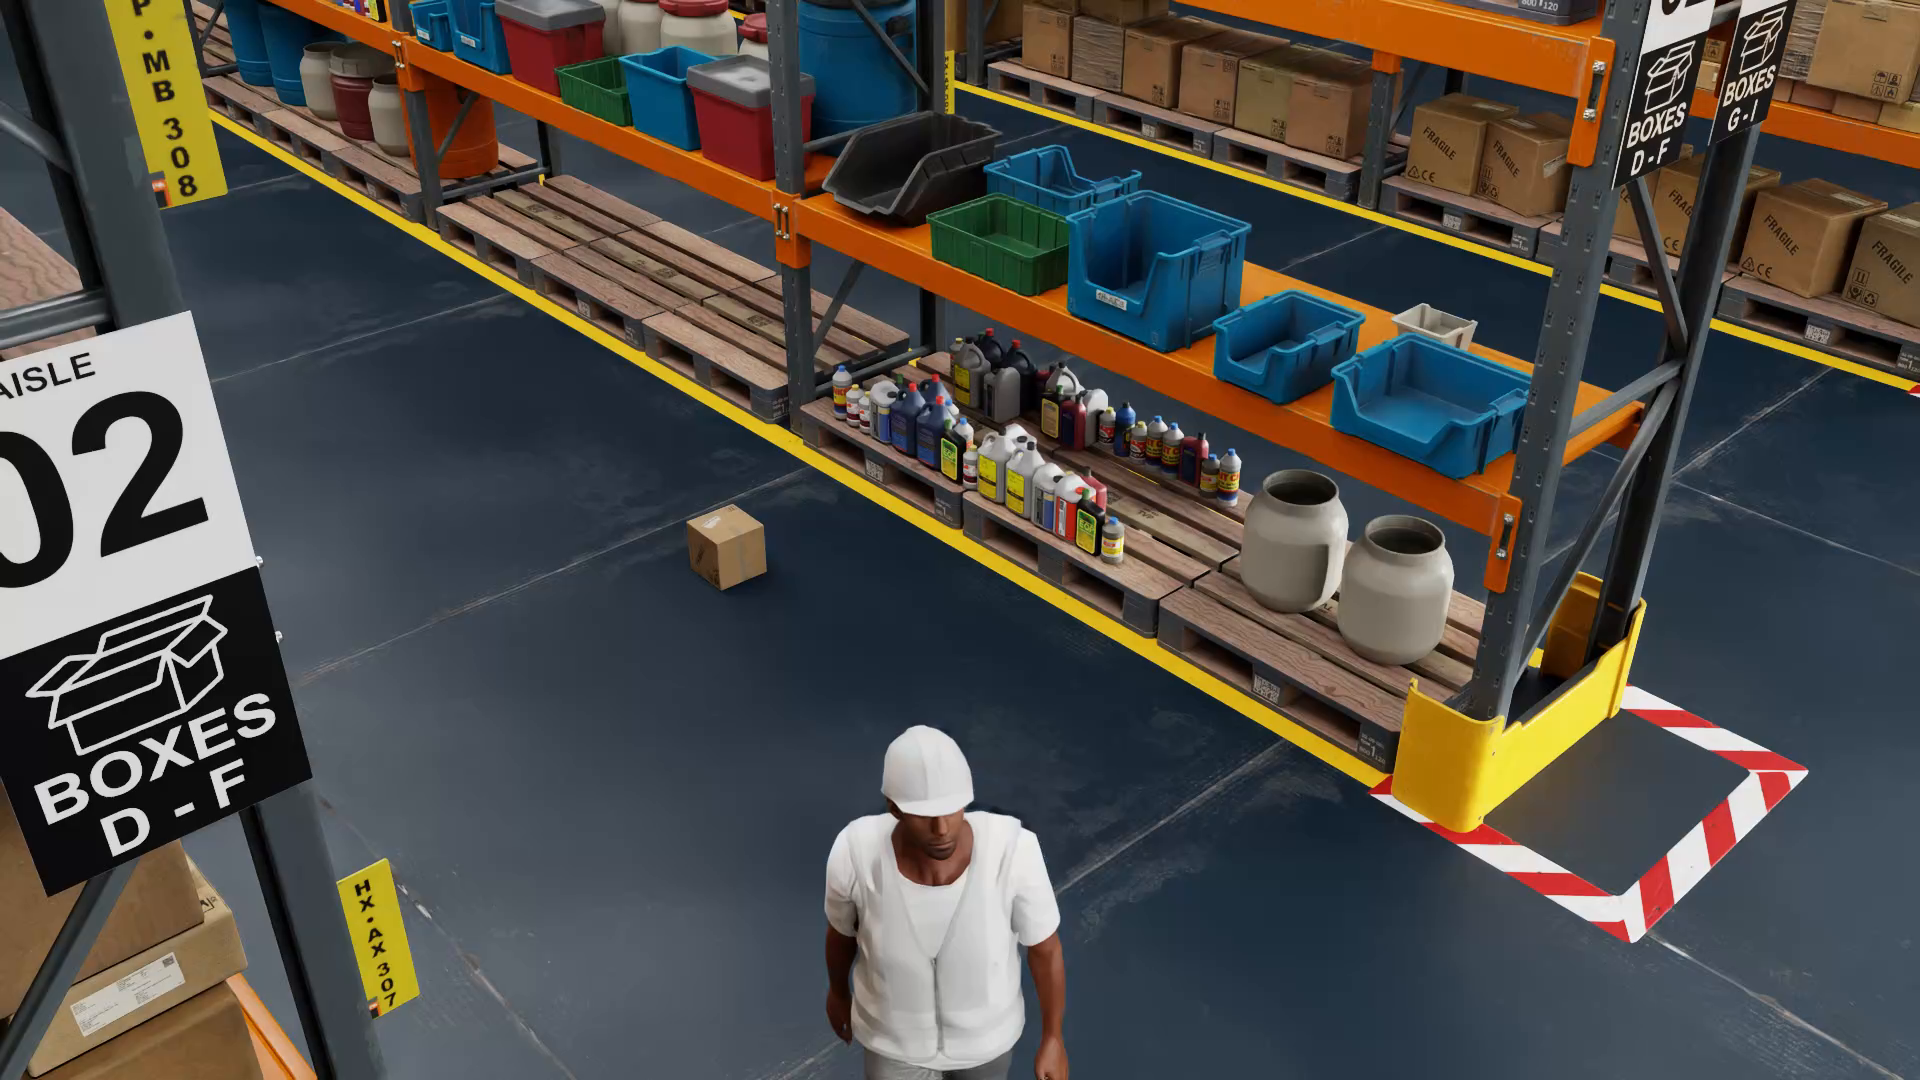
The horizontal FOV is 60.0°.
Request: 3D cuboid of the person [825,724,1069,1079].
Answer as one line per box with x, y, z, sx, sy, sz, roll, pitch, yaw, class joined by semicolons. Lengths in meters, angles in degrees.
-0.037;1.203;4.160;0.600;1.731;1.014;-3;32;-4;person
